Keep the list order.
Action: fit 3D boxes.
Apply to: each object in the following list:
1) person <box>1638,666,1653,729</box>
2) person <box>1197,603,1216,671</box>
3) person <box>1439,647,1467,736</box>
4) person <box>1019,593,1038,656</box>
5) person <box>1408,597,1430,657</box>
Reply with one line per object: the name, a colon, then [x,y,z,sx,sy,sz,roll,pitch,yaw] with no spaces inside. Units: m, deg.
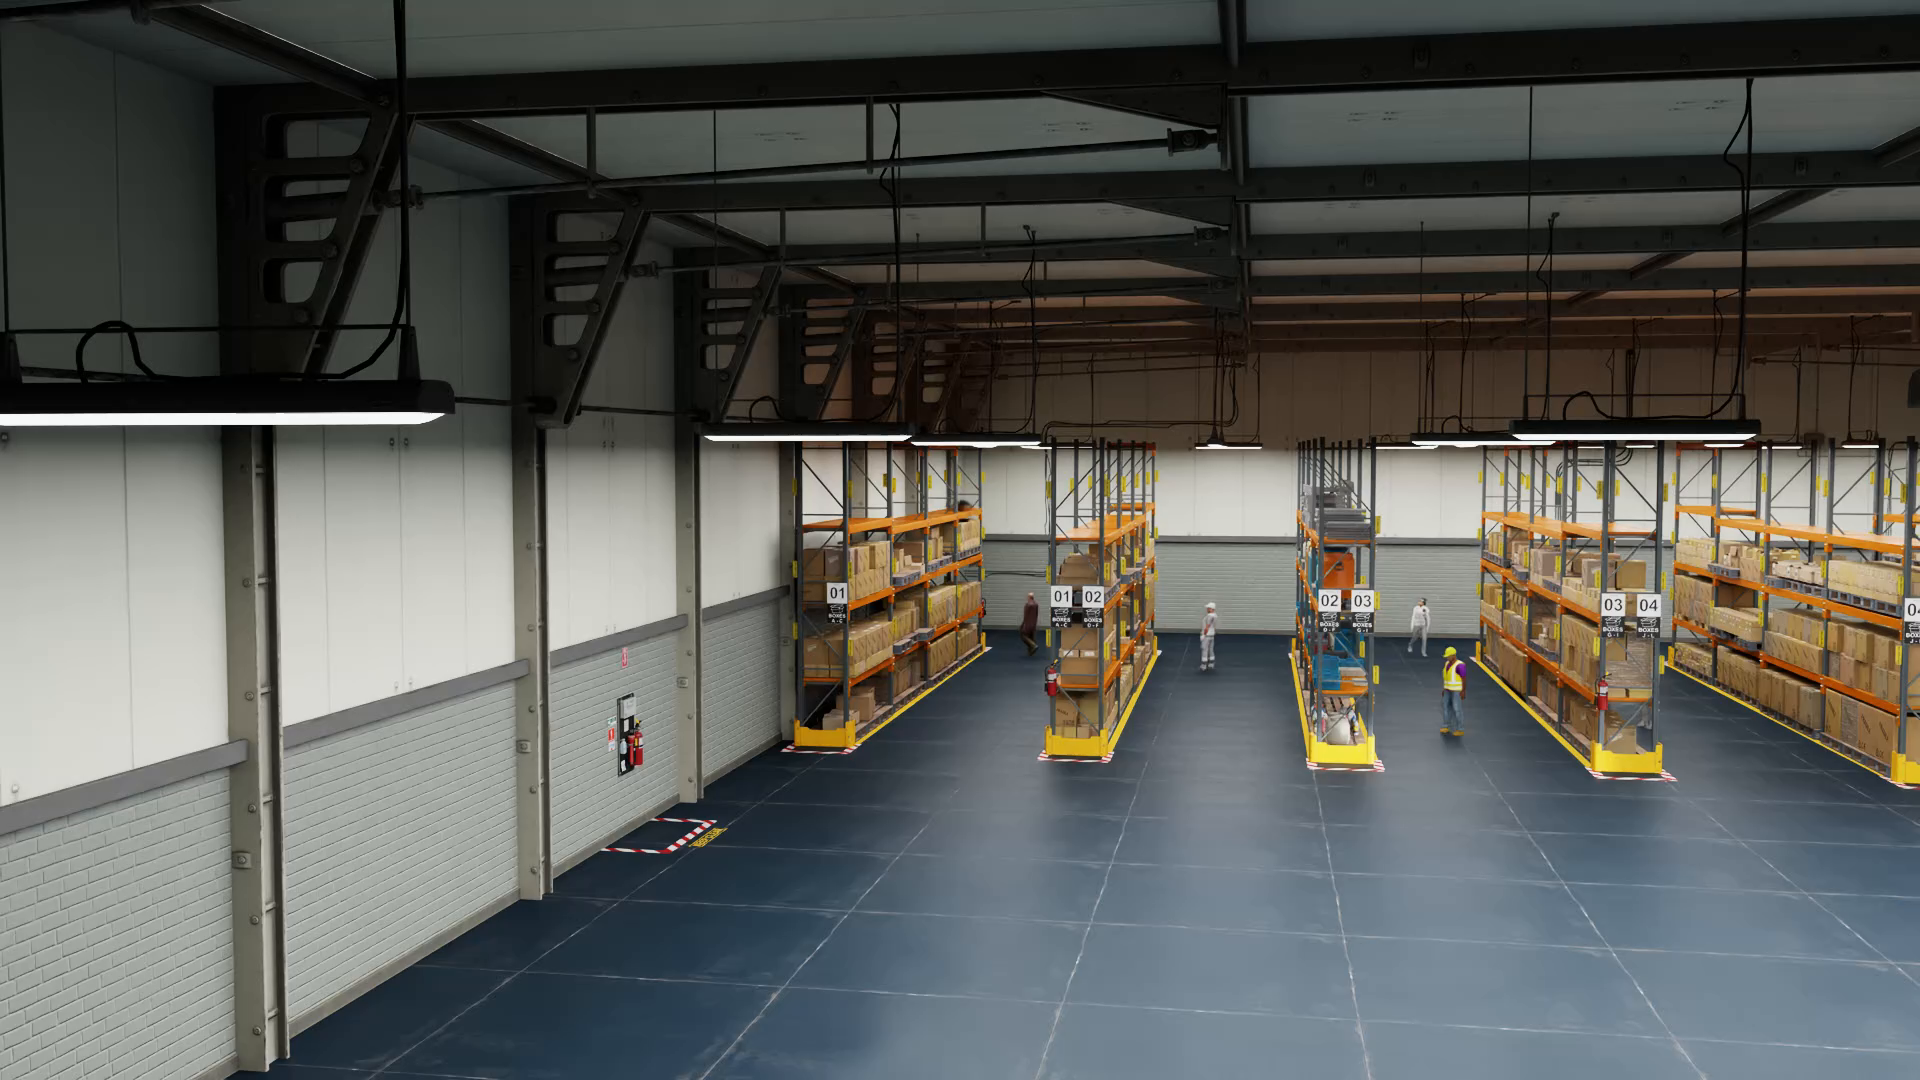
person: [14.304,3.043,34.531,0.382,1.696,0.516,-1,3,-15]
person: [6.463,2.532,43.536,0.479,1.795,0.618,2,4,34]
person: [9.971,3.051,33.716,0.408,1.766,0.629,-1,3,-22]
person: [1.953,2.359,46.615,0.630,1.775,0.680,2,4,36]
person: [12.927,2.414,46.758,0.493,1.670,0.785,0,3,-6]
